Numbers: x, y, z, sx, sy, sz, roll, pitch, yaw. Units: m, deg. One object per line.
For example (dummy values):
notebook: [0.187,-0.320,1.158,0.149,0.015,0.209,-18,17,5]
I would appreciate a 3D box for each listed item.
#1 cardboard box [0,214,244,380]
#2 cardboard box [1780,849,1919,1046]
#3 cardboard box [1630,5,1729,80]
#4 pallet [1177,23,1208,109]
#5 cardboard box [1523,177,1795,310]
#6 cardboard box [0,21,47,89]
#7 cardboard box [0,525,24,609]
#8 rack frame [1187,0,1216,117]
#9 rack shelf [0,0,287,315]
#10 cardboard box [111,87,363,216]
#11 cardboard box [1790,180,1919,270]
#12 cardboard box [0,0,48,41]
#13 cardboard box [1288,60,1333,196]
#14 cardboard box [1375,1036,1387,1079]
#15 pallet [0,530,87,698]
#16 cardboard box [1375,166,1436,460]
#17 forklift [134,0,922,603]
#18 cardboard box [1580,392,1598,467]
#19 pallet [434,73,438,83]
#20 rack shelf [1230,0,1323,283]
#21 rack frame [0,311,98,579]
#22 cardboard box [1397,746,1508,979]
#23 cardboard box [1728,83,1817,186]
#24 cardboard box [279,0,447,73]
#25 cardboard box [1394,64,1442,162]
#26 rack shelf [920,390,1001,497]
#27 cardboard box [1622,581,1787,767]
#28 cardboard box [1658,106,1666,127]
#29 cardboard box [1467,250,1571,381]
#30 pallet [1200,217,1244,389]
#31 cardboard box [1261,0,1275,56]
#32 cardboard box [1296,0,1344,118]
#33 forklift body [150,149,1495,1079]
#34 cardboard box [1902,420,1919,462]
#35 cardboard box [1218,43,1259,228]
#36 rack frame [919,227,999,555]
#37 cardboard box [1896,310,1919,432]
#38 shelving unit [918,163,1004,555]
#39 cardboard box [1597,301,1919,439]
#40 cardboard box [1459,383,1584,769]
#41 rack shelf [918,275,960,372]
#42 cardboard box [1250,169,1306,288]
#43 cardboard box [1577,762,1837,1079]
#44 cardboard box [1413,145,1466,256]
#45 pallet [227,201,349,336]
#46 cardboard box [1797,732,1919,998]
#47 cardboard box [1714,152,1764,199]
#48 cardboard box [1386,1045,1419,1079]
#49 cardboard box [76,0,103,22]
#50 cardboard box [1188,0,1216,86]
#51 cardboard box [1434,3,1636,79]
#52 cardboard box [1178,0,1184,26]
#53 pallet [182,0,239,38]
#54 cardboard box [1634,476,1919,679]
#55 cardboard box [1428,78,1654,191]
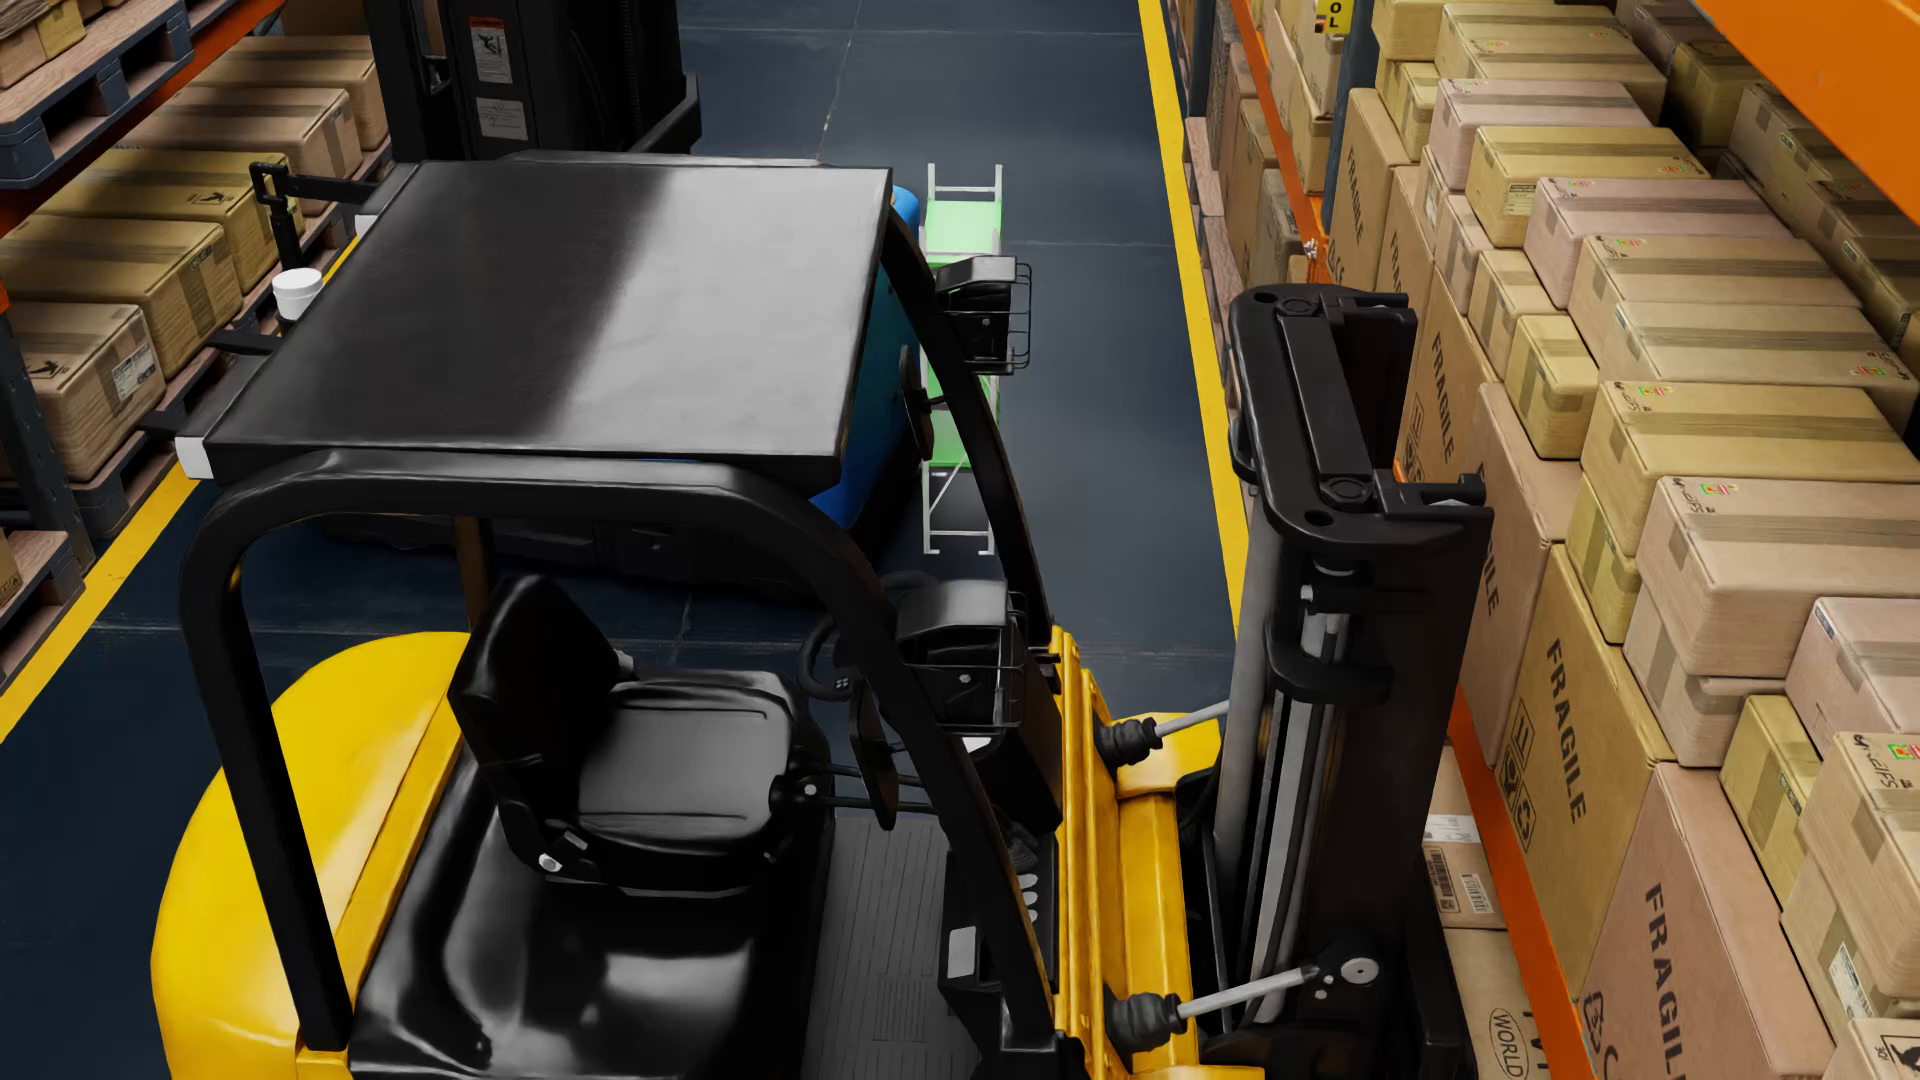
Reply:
cardboard box: [-3.388,-0.946,6.408,0.950,0.372,0.625,3,35,5]
cardboard box: [1.153,0.468,1.824,0.380,0.149,0.250,2,35,3]
cardboard box: [1.765,-1.117,3.821,0.380,0.149,0.250,0,35,1]
pallet: [1.756,-2.608,9.277,1.003,0.211,1.213,1,35,2]
cardboard box: [1.246,-0.533,2.989,0.380,0.149,0.250,1,35,2]
cardboard box: [-3.095,-1.515,5.150,0.380,0.149,0.250,2,35,3]
cardboard box: [-3.188,0.164,4.934,0.500,0.250,0.500,3,35,4]
rack frame: [1.688,-3.321,7.867,1.000,3.000,0.127,1,35,2]
rack shelf: [-3.352,-1.990,6.598,1.077,0.370,4.000,1,35,2]
cardboard box: [-3.326,-1.782,7.596,0.950,0.372,0.625,1,35,1]
cardboard box: [1.733,-0.525,2.979,0.380,0.149,0.250,1,35,1]
cardboard box: [-3.127,-1.732,4.895,0.500,0.500,0.500,2,35,3]
cardboard box: [1.286,-1.257,5.060,0.500,0.250,0.500,2,35,3]
cardboard box: [1.127,1.080,3.631,0.500,0.250,0.500,2,35,3]
pallet: [-3.424,0.392,5.008,1.003,0.211,1.213,1,35,2]
cardboard box: [1.244,-0.515,3.787,0.500,0.500,0.500,2,35,3]
forklift: [-1.695,-1.449,5.263,3.031,2.935,1.130,8,36,12]
cardboard box: [1.228,-0.116,2.655,0.380,0.149,0.250,1,35,2]
pallet: [-3.165,-2.744,9.470,1.003,0.211,1.213,1,35,2]
rack shelf: [1.608,-1.877,6.438,1.077,0.370,4.000,1,35,2]
rack frame: [-3.432,-1.135,4.757,1.000,3.000,0.127,1,35,2]
cardboard box: [1.126,0.673,3.340,0.500,0.250,0.500,1,35,1]
cardboard box: [1.820,-0.820,3.398,0.380,0.149,0.250,1,35,1]
cardboard box: [-3.161,-3.131,9.079,0.875,0.875,0.875,1,35,1]
cardboard box: [1.243,-1.003,3.918,0.380,0.149,0.250,2,35,3]
rack shelf: [0.007,-0.337,5.715,0.258,0.148,0.480,1,35,2]
cardboard box: [1.138,0.172,2.246,0.380,0.149,0.250,0,35,0]
cardboard box: [1.796,-0.994,3.904,0.380,0.149,0.250,0,35,1]
cardboard box: [1.172,-0.417,3.084,0.380,0.149,0.250,0,35,0]
pallet: [1.564,-1.009,7.002,1.003,0.211,1.213,1,35,2]
cardboard box: [1.351,-1.831,5.876,0.500,0.250,0.500,2,35,2]
cardboard box: [1.292,-1.454,4.906,0.500,0.250,0.500,1,35,1]
forklift body: [-0.380,0.491,3.181,2.313,2.155,1.214,1,35,2]
cardboard box: [1.724,-0.100,2.632,0.380,0.149,0.250,1,35,2]
cardboard box: [1.631,-1.788,7.385,0.875,0.625,0.625,2,35,3]
rack frame: [-0.003,-0.446,5.341,0.240,1.200,0.015,1,35,2]
cardboard box: [1.684,-0.229,2.557,0.380,0.149,0.250,1,35,2]
shelving unit: [0.007,-0.586,5.540,0.258,1.200,0.503,1,35,2]
cardboard box: [1.226,-0.245,2.580,0.380,0.149,0.250,2,35,3]
cardboard box: [1.184,0.064,2.963,0.500,0.500,0.500,2,35,2]
rack shelf: [0.007,-0.730,5.439,0.258,0.148,0.480,1,35,2]
cardboard box: [1.576,-0.969,6.220,0.875,0.625,0.625,1,35,1]
cardboard box: [1.154,0.648,2.133,0.500,0.500,0.500,2,35,3]
cardboard box: [1.176,-0.713,3.504,0.380,0.149,0.250,2,35,3]
pallet: [-3.356,-1.144,7.195,1.003,0.211,1.213,1,35,2]
cardboard box: [1.133,0.343,1.743,0.380,0.149,0.250,2,35,3]
cardboard box: [1.805,-0.692,3.475,0.380,0.149,0.250,2,35,2]
cardboard box: [1.105,1.152,3.093,0.500,0.250,0.500,1,35,1]
cardboard box: [-3.141,-1.822,5.588,0.380,0.149,0.250,3,35,5]
cardboard box: [1.490,-2.718,8.817,0.500,0.500,0.500,2,35,3]
cardboard box: [1.316,-1.122,3.827,0.380,0.149,0.250,2,35,3]
cardboard box: [1.539,-3.306,9.654,0.500,0.500,0.500,3,35,4]
pallet: [-3.310,-2.217,6.462,1.003,0.211,1.213,1,35,2]
cardboard box: [1.117,0.050,2.161,0.380,0.149,0.250,2,35,3]
cardboard box: [1.184,-0.830,3.412,0.380,0.149,0.250,2,35,3]
